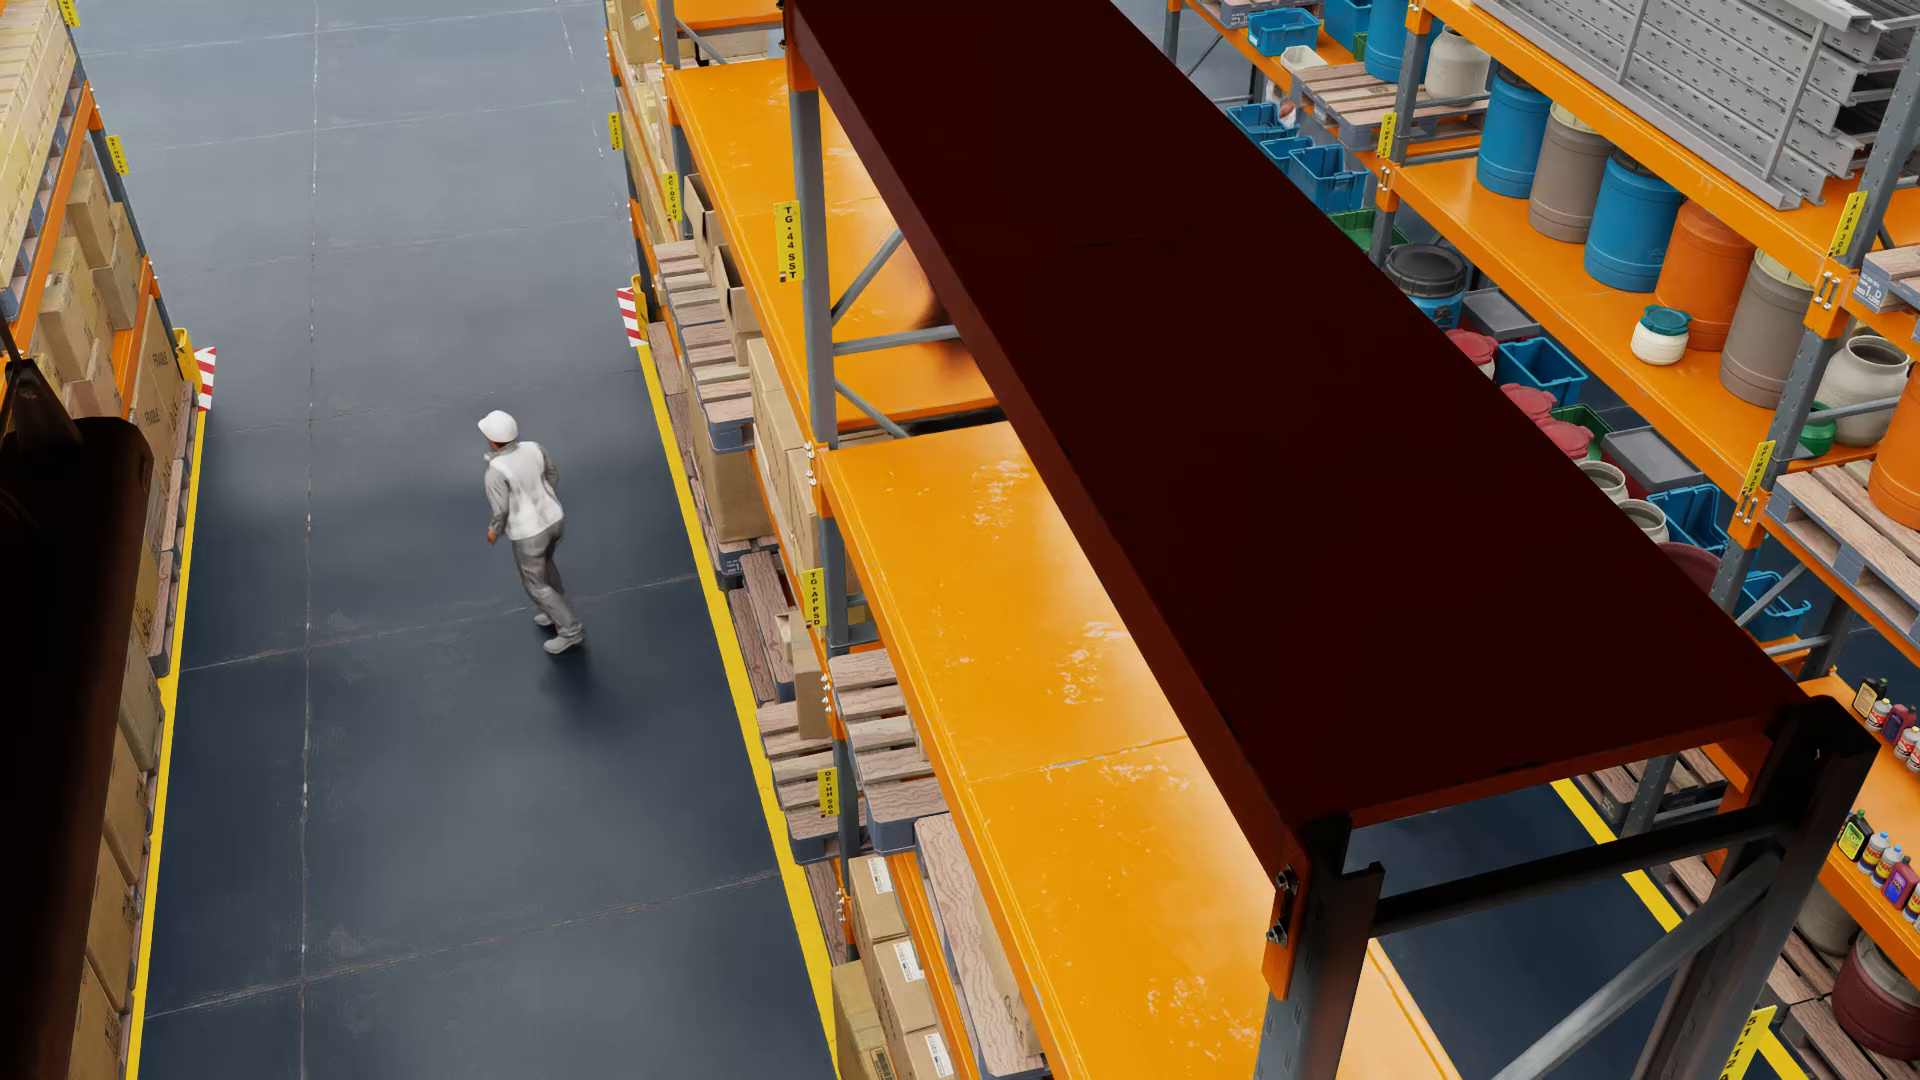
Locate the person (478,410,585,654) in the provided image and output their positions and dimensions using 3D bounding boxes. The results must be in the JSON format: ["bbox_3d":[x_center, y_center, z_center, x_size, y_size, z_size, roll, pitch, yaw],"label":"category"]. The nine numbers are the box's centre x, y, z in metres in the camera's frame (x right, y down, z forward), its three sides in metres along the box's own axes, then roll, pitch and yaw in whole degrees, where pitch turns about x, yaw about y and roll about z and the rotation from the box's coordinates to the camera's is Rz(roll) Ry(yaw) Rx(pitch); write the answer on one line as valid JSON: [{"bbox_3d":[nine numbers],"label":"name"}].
[{"bbox_3d":[-2.936,-0.072,11.569,0.802,1.728,0.663,19,42,22],"label":"person"}]

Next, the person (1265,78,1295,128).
[{"bbox_3d":[3.265,-4.189,16.711,0.665,1.741,0.674,7,39,8],"label":"person"}]
